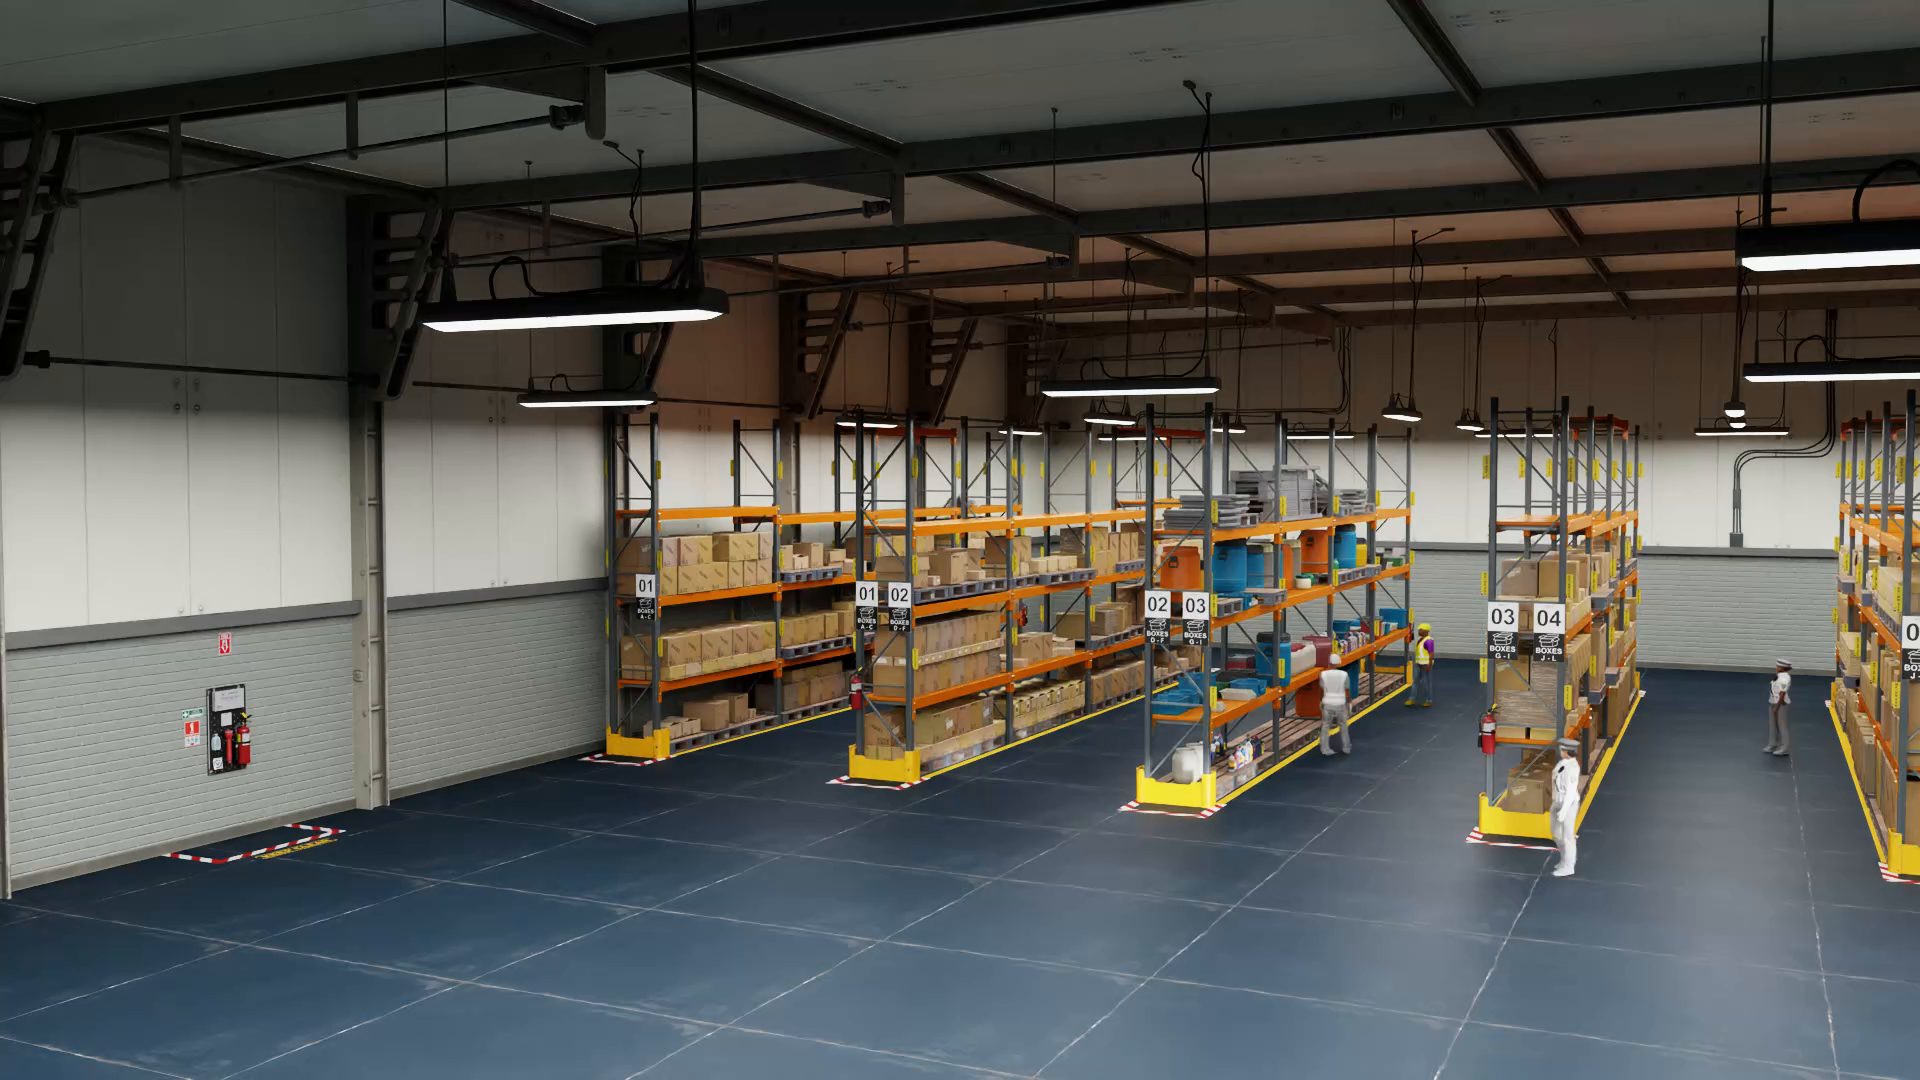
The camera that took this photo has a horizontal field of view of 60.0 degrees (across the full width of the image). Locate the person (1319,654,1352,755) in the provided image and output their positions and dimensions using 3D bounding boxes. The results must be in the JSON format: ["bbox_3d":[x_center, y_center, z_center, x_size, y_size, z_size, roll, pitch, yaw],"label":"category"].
[{"bbox_3d":[6.658,2.882,29.307,0.536,1.777,0.640,2,3,40],"label":"person"}]

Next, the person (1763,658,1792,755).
[{"bbox_3d":[14.435,2.925,29.343,0.417,1.677,0.491,0,2,3],"label":"person"}]

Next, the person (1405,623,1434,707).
[{"bbox_3d":[9.771,2.649,35.238,0.550,1.775,0.614,-1,3,-20],"label":"person"}]

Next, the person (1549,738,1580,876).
[{"bbox_3d":[7.484,3.311,20.630,0.392,1.709,0.584,0,2,-4],"label":"person"}]
